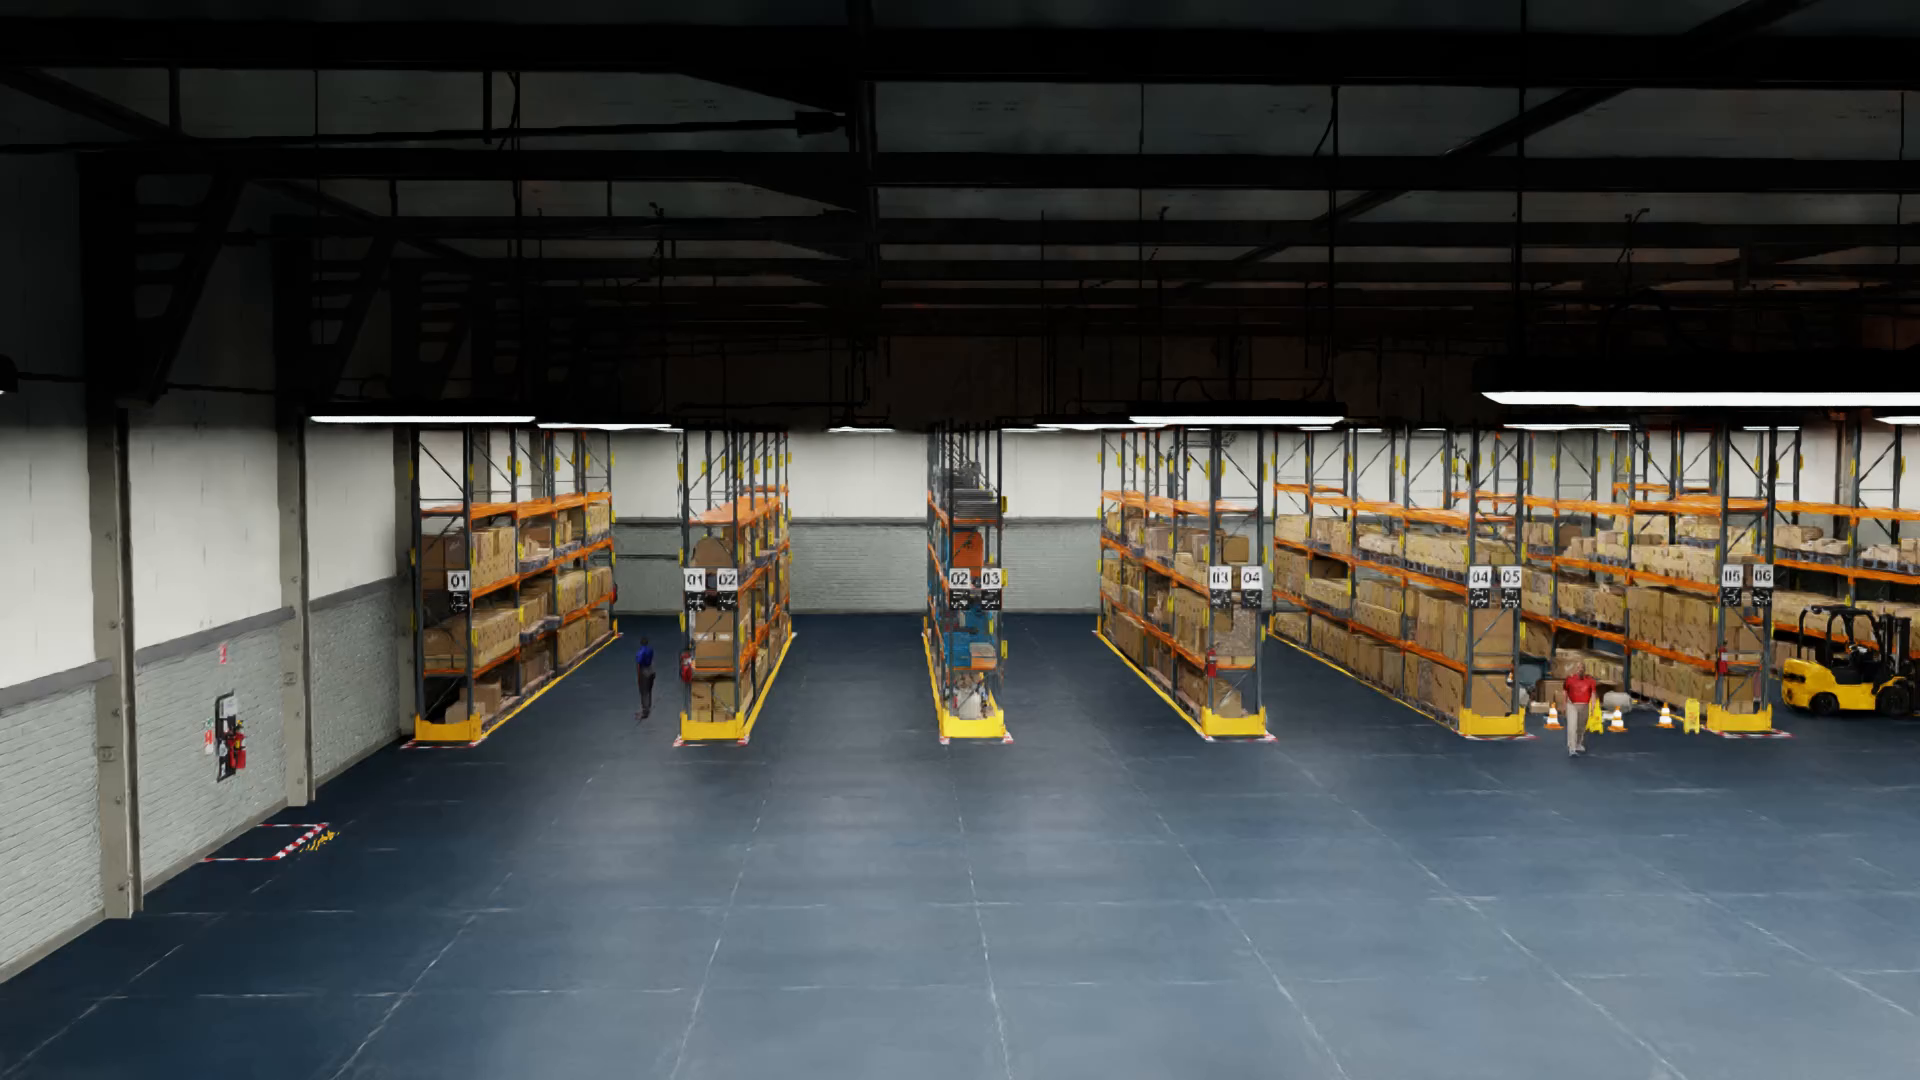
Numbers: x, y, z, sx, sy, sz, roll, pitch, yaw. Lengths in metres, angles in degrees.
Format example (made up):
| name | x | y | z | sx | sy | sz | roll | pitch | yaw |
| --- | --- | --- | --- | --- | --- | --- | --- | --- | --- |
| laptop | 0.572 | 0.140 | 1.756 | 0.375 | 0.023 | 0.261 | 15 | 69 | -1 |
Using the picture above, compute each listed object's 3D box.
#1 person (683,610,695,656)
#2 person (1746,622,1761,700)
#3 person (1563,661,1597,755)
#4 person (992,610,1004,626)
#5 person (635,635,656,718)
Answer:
| name | x | y | z | sx | sy | sz | roll | pitch | yaw |
| --- | --- | --- | --- | --- | --- | --- | --- | --- | --- |
| person | -6.705 | 2.165 | 42.331 | 0.719 | 1.713 | 0.578 | 0 | 4 | -3 |
| person | 16.982 | 2.585 | 35.736 | 0.453 | 1.674 | 0.492 | 2 | 4 | 27 |
| person | 11.045 | 2.978 | 29.627 | 0.534 | 1.657 | 1.041 | 0 | 4 | 7 |
| person | 0.917 | 1.728 | 49.204 | 0.553 | 1.670 | 0.682 | 3 | 4 | 35 |
| person | -6.388 | 2.737 | 33.542 | 0.463 | 1.662 | 0.498 | 2 | 4 | 27 |
